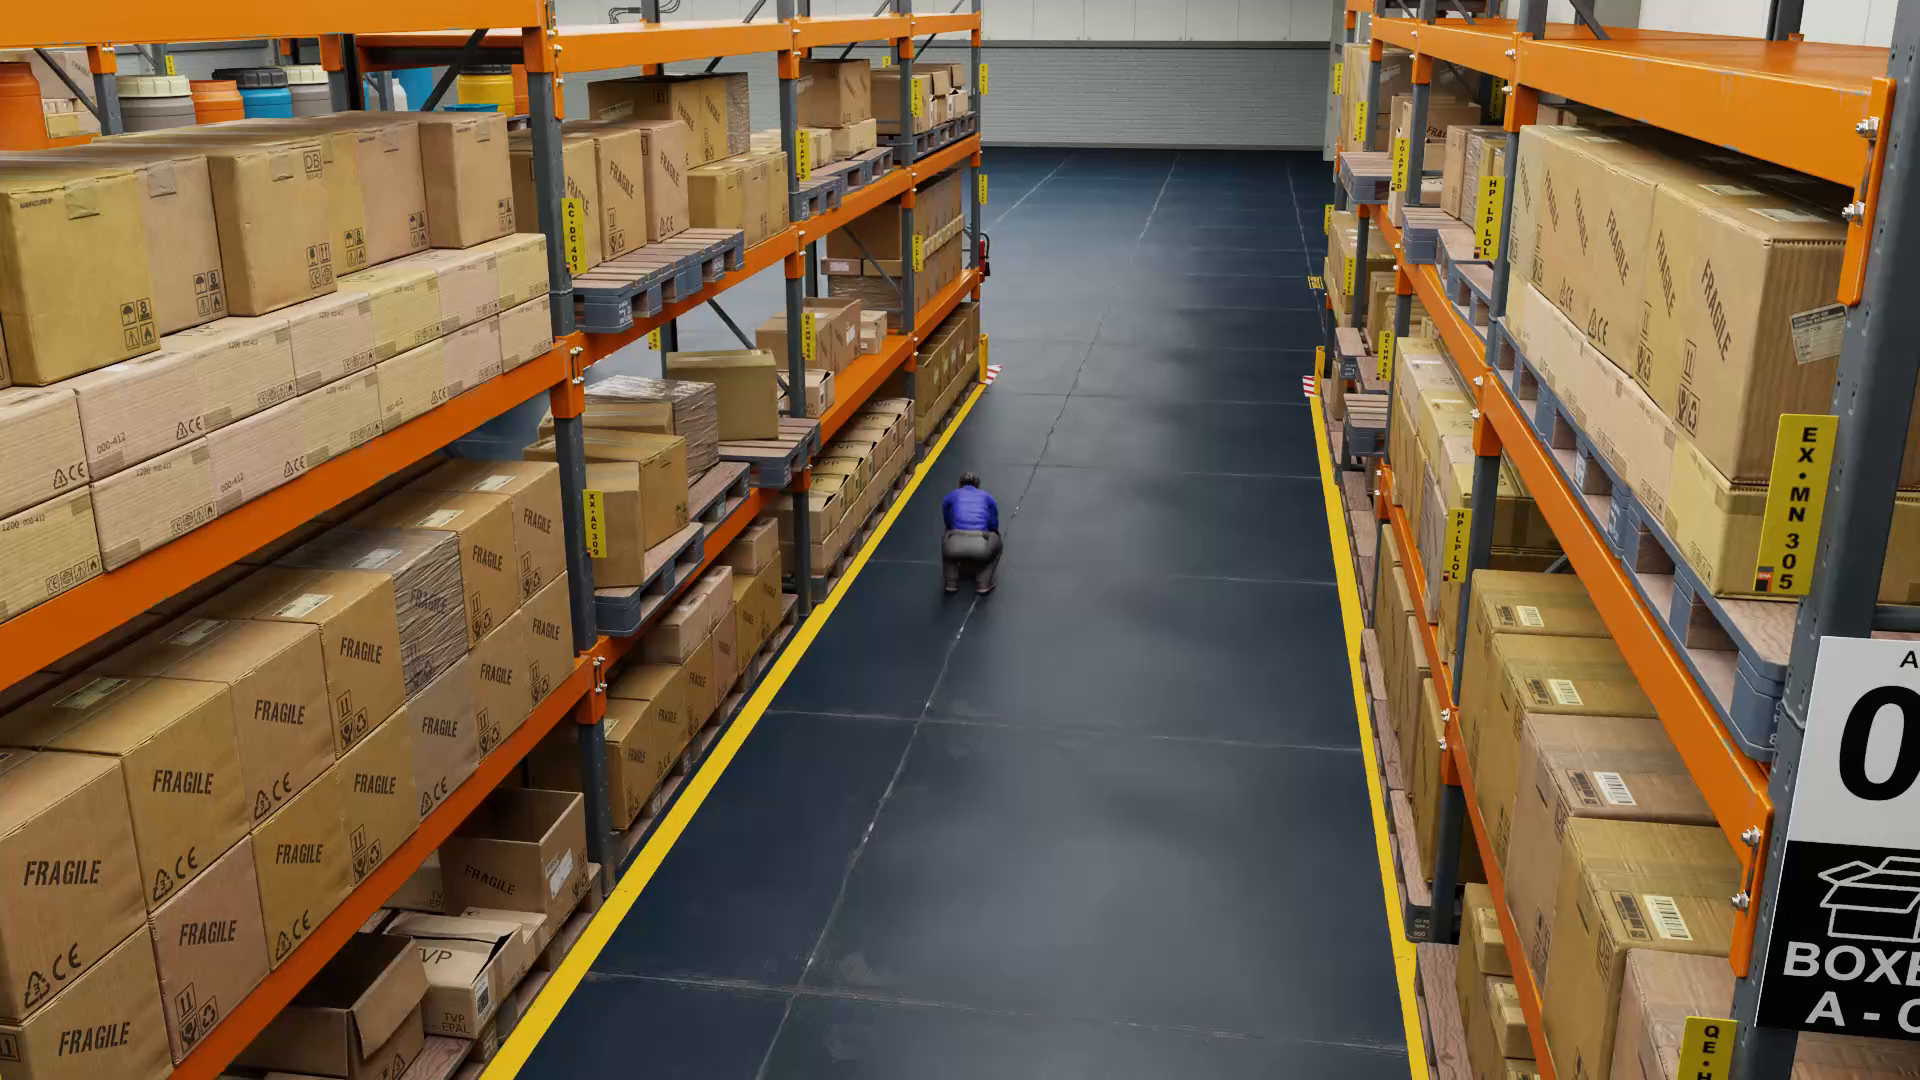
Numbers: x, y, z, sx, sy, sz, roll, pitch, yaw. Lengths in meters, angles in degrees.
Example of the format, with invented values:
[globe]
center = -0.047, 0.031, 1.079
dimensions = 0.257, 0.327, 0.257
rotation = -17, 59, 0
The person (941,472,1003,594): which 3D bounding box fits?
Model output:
[person]
center = 0.082, -0.046, 12.629
dimensions = 0.480, 0.806, 0.811
rotation = 3, 18, 8
